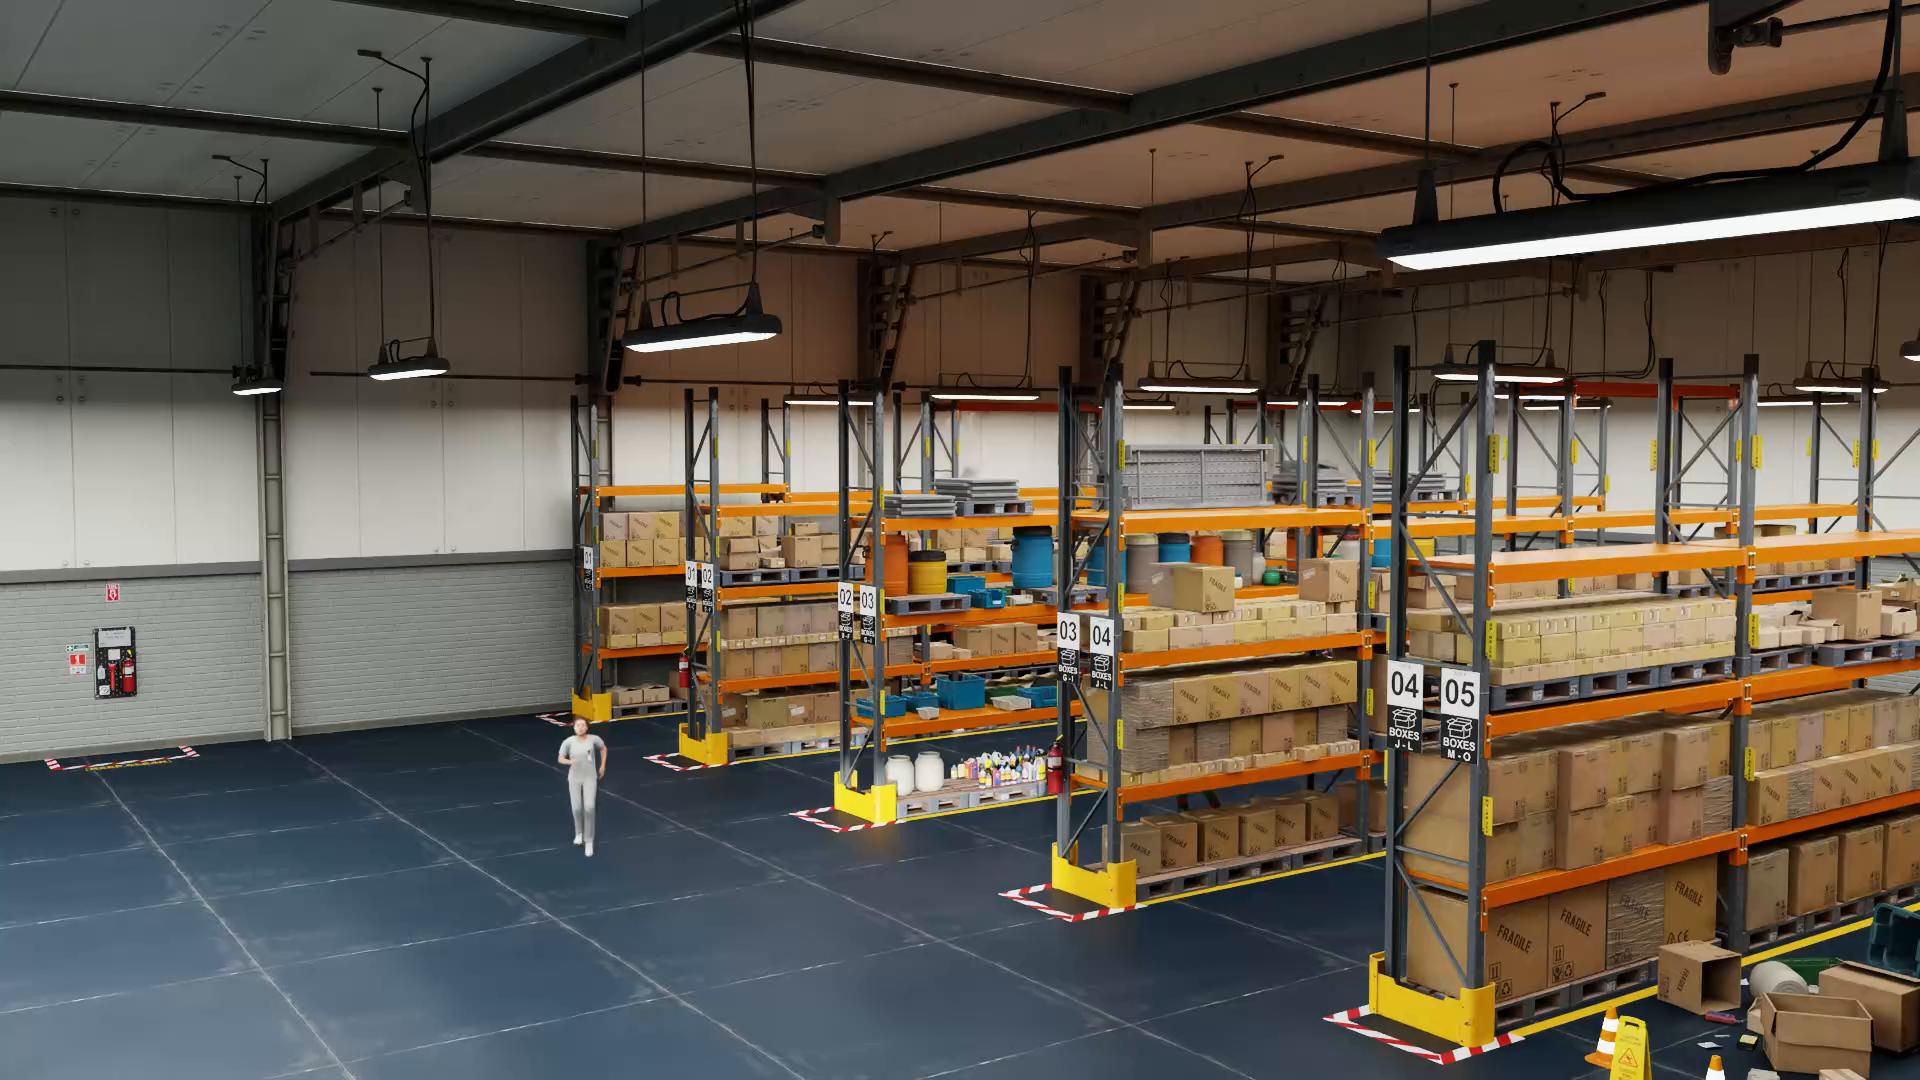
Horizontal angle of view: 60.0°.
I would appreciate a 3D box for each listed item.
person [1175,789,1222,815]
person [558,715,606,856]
[{"bbox_3d":[3.189,2.963,21.959,0.827,1.824,0.629,-3,4,-39],"label":"person"},{"bbox_3d":[-4.760,3.062,20.951,0.580,1.731,0.775,-1,3,-9],"label":"person"}]
